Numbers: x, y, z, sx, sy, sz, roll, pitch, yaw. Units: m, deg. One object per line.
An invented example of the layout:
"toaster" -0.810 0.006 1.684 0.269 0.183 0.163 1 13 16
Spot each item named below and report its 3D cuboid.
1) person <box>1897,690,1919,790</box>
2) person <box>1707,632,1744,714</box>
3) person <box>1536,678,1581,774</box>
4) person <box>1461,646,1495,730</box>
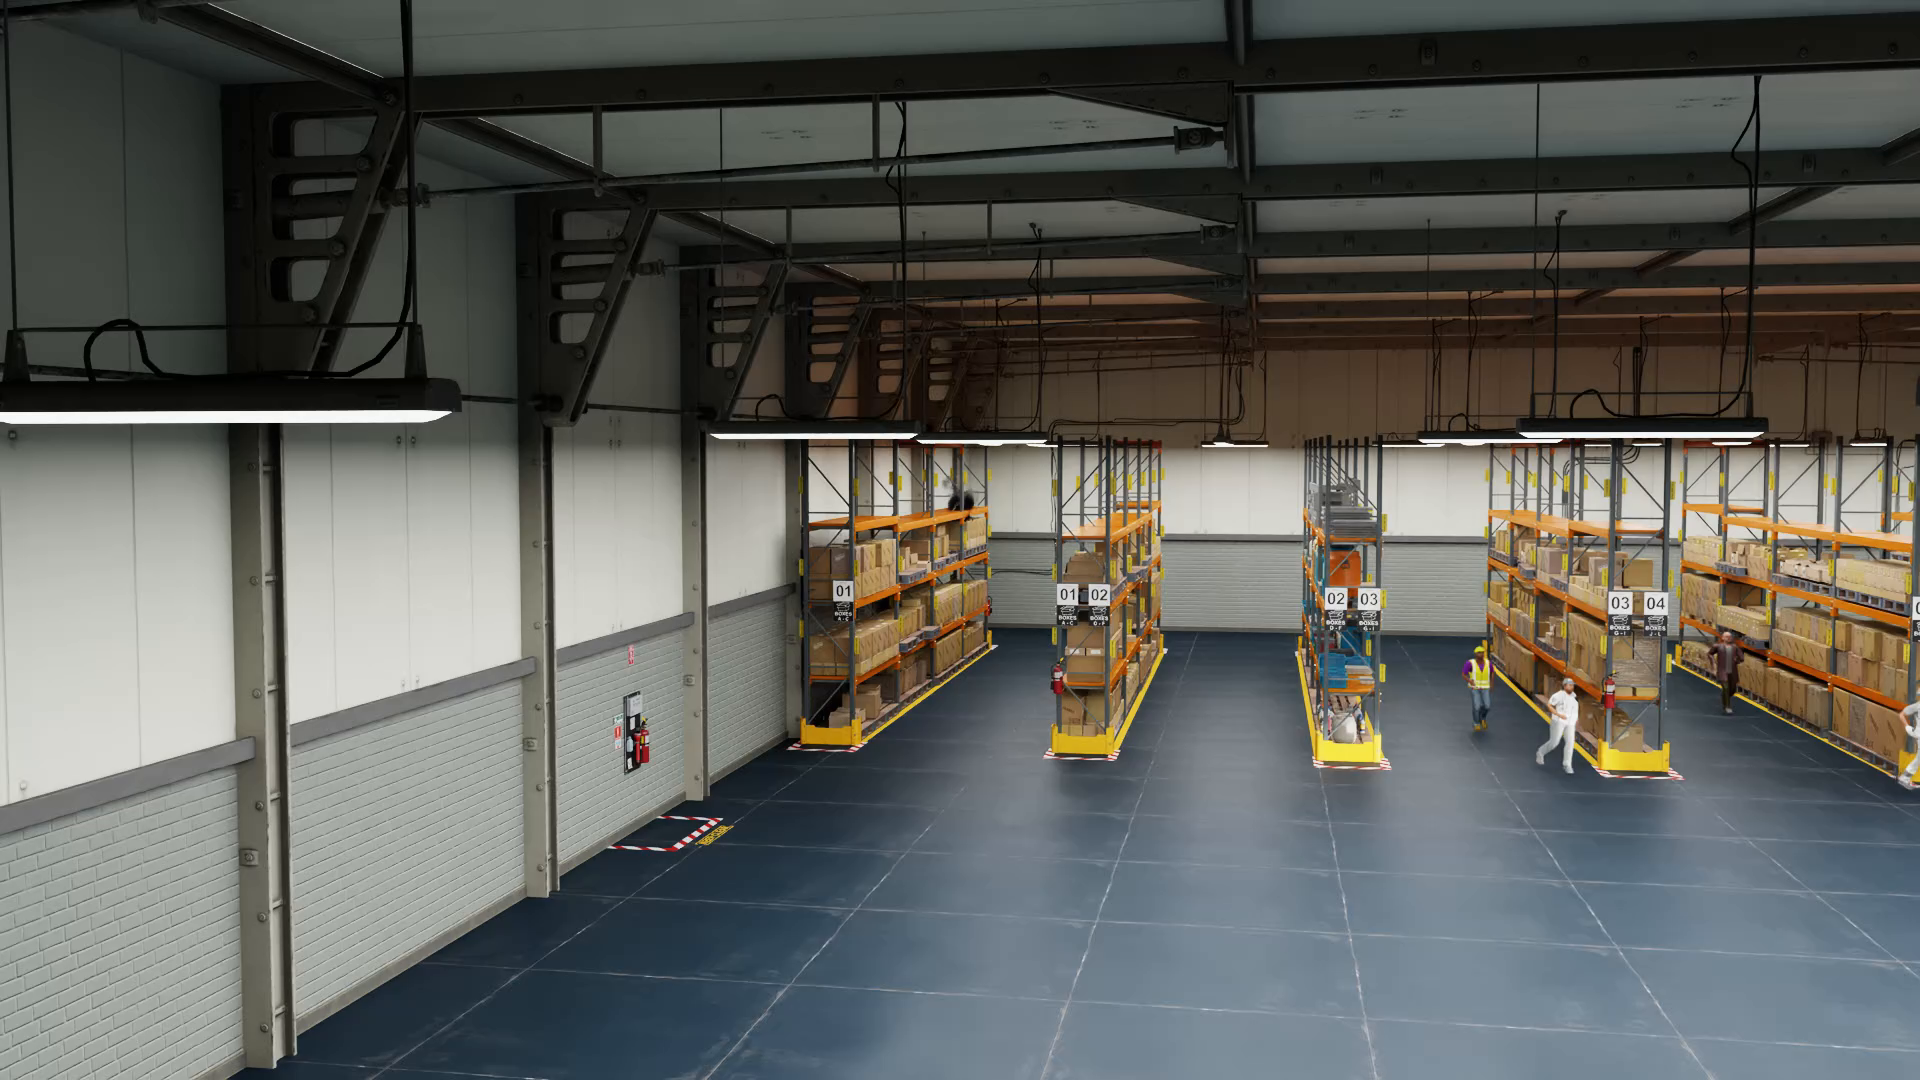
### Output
"person" 15.999 3.343 27.542 0.732 1.848 0.837 -2 4 -34
"person" 16.714 2.877 36.272 0.719 1.752 0.980 0 3 8
"person" 10.820 3.290 29.752 0.686 1.635 0.919 -1 3 -13
"person" 10.560 3.021 33.801 0.698 1.724 0.577 0 3 5
